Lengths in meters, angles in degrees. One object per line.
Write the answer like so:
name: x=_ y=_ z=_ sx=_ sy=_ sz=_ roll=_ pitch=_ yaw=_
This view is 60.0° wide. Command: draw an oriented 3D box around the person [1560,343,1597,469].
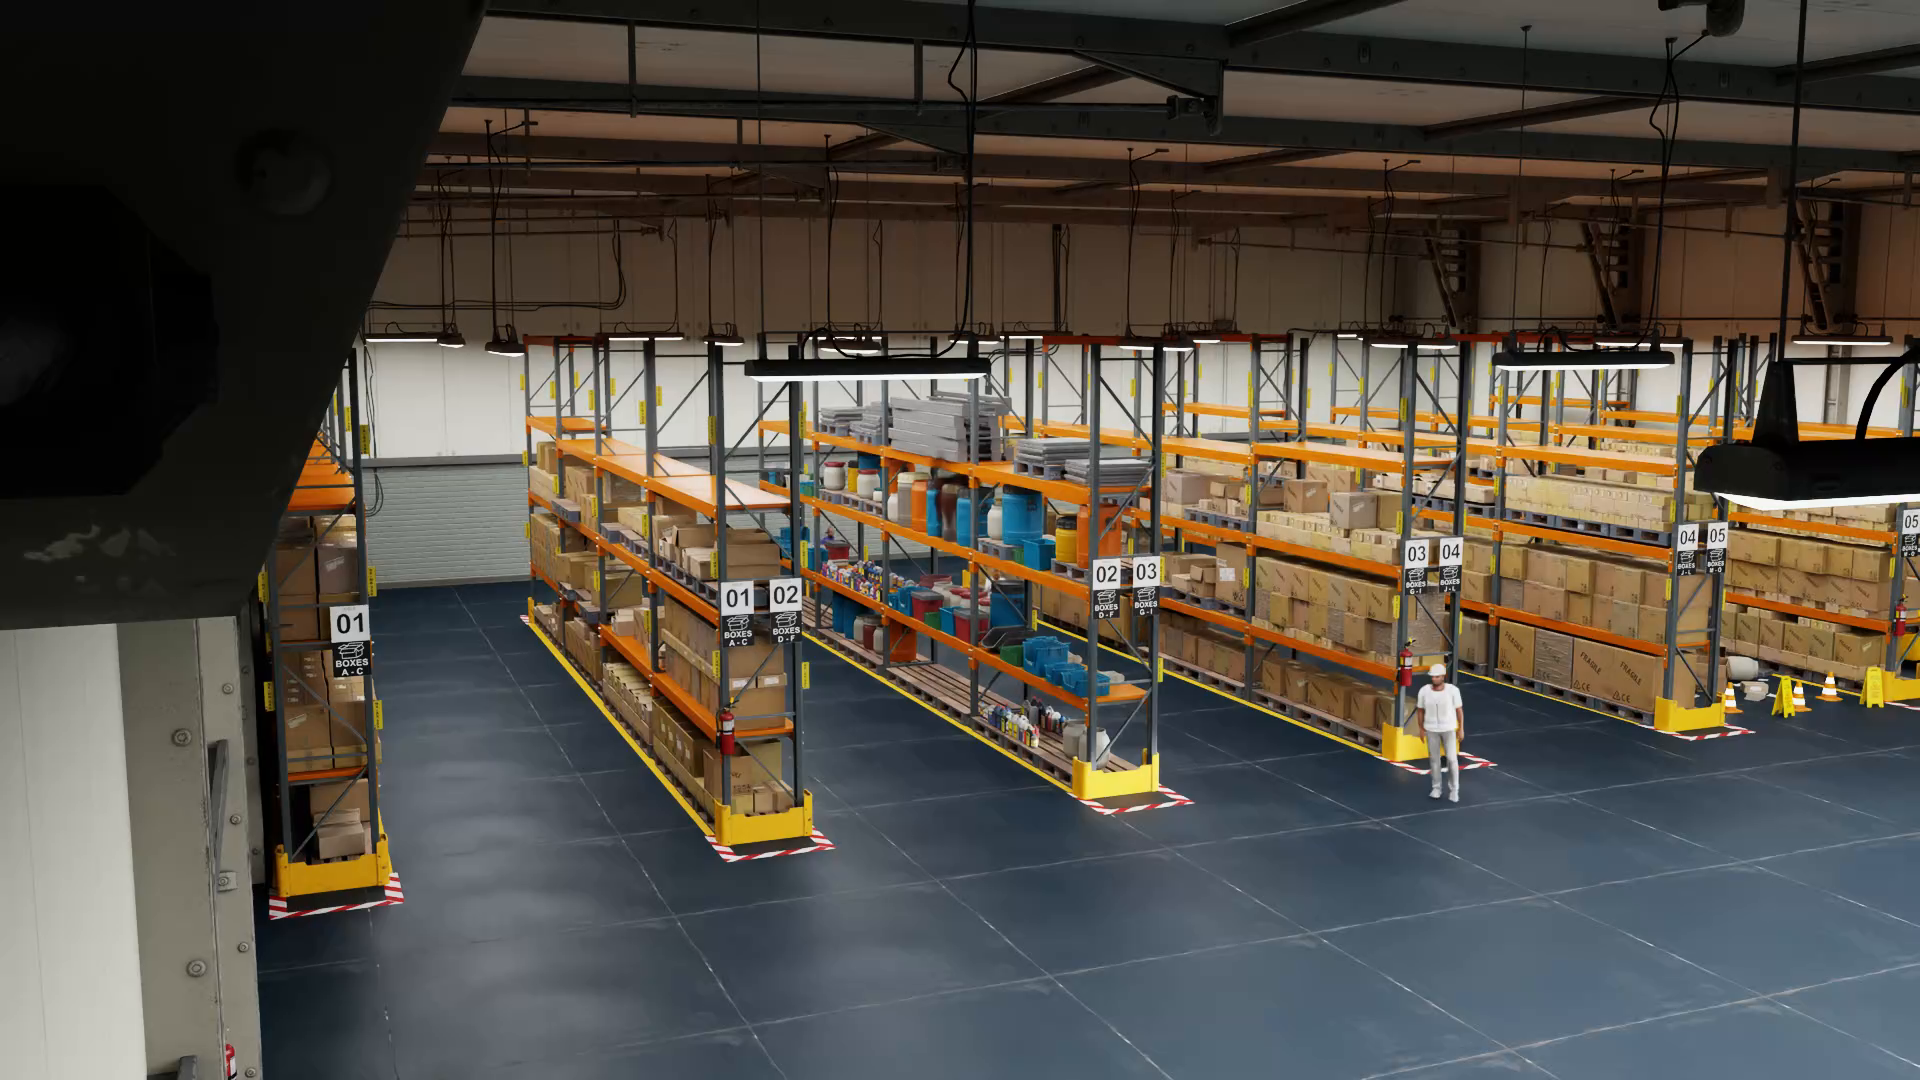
person: x=11.175 y=-1.239 z=35.117 sx=4.280 sy=5.809 sz=0.883 roll=0 pitch=8 yaw=0

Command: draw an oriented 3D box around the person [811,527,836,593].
person: x=-2.951 y=0.493 z=38.010 sx=0.980 sy=1.608 sz=0.579 roll=5 pitch=9 yaw=35

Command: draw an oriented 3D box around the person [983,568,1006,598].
person: x=0.728 y=1.284 z=31.963 sx=0.480 sy=1.613 sz=0.976 roll=-3 pitch=8 yaw=-24

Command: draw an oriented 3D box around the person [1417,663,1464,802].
person: x=6.354 y=2.540 z=22.059 sx=0.618 sy=1.805 sz=0.391 roll=4 pitch=8 yaw=25
